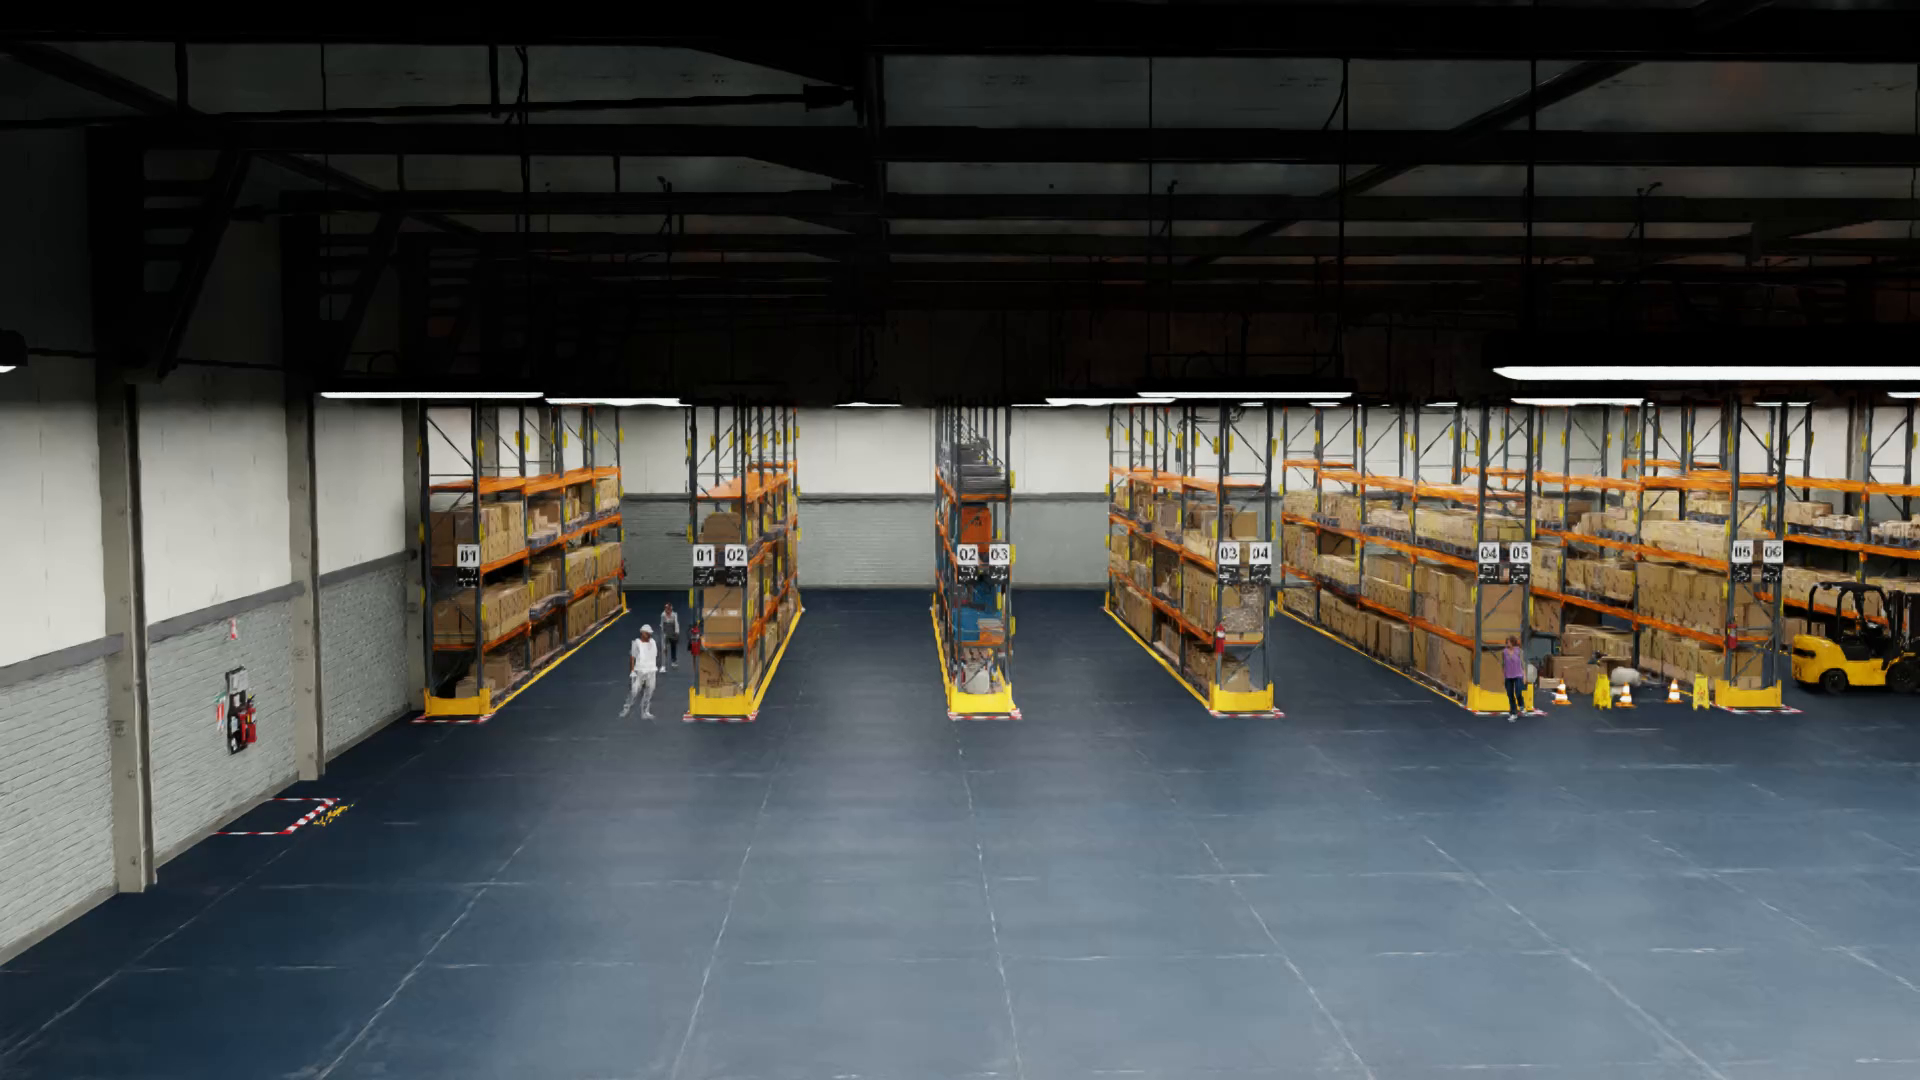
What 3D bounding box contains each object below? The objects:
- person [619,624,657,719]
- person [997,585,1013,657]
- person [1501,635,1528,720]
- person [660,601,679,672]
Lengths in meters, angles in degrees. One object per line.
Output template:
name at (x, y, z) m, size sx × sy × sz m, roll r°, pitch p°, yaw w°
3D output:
person at (-5.918, 2.422, 30.658) m, size 0.734 × 1.772 × 0.527 m, roll -4°, pitch 6°, yaw -41°
person at (1.053, 1.844, 38.449) m, size 0.382 × 1.677 × 0.594 m, roll 0°, pitch 4°, yaw -1°
person at (10.218, 2.539, 30.616) m, size 0.474 × 1.553 × 0.474 m, roll 3°, pitch 6°, yaw 37°
person at (-6.353, 2.086, 36.412) m, size 0.415 × 1.517 × 1.041 m, roll 0°, pitch 5°, yaw -5°
